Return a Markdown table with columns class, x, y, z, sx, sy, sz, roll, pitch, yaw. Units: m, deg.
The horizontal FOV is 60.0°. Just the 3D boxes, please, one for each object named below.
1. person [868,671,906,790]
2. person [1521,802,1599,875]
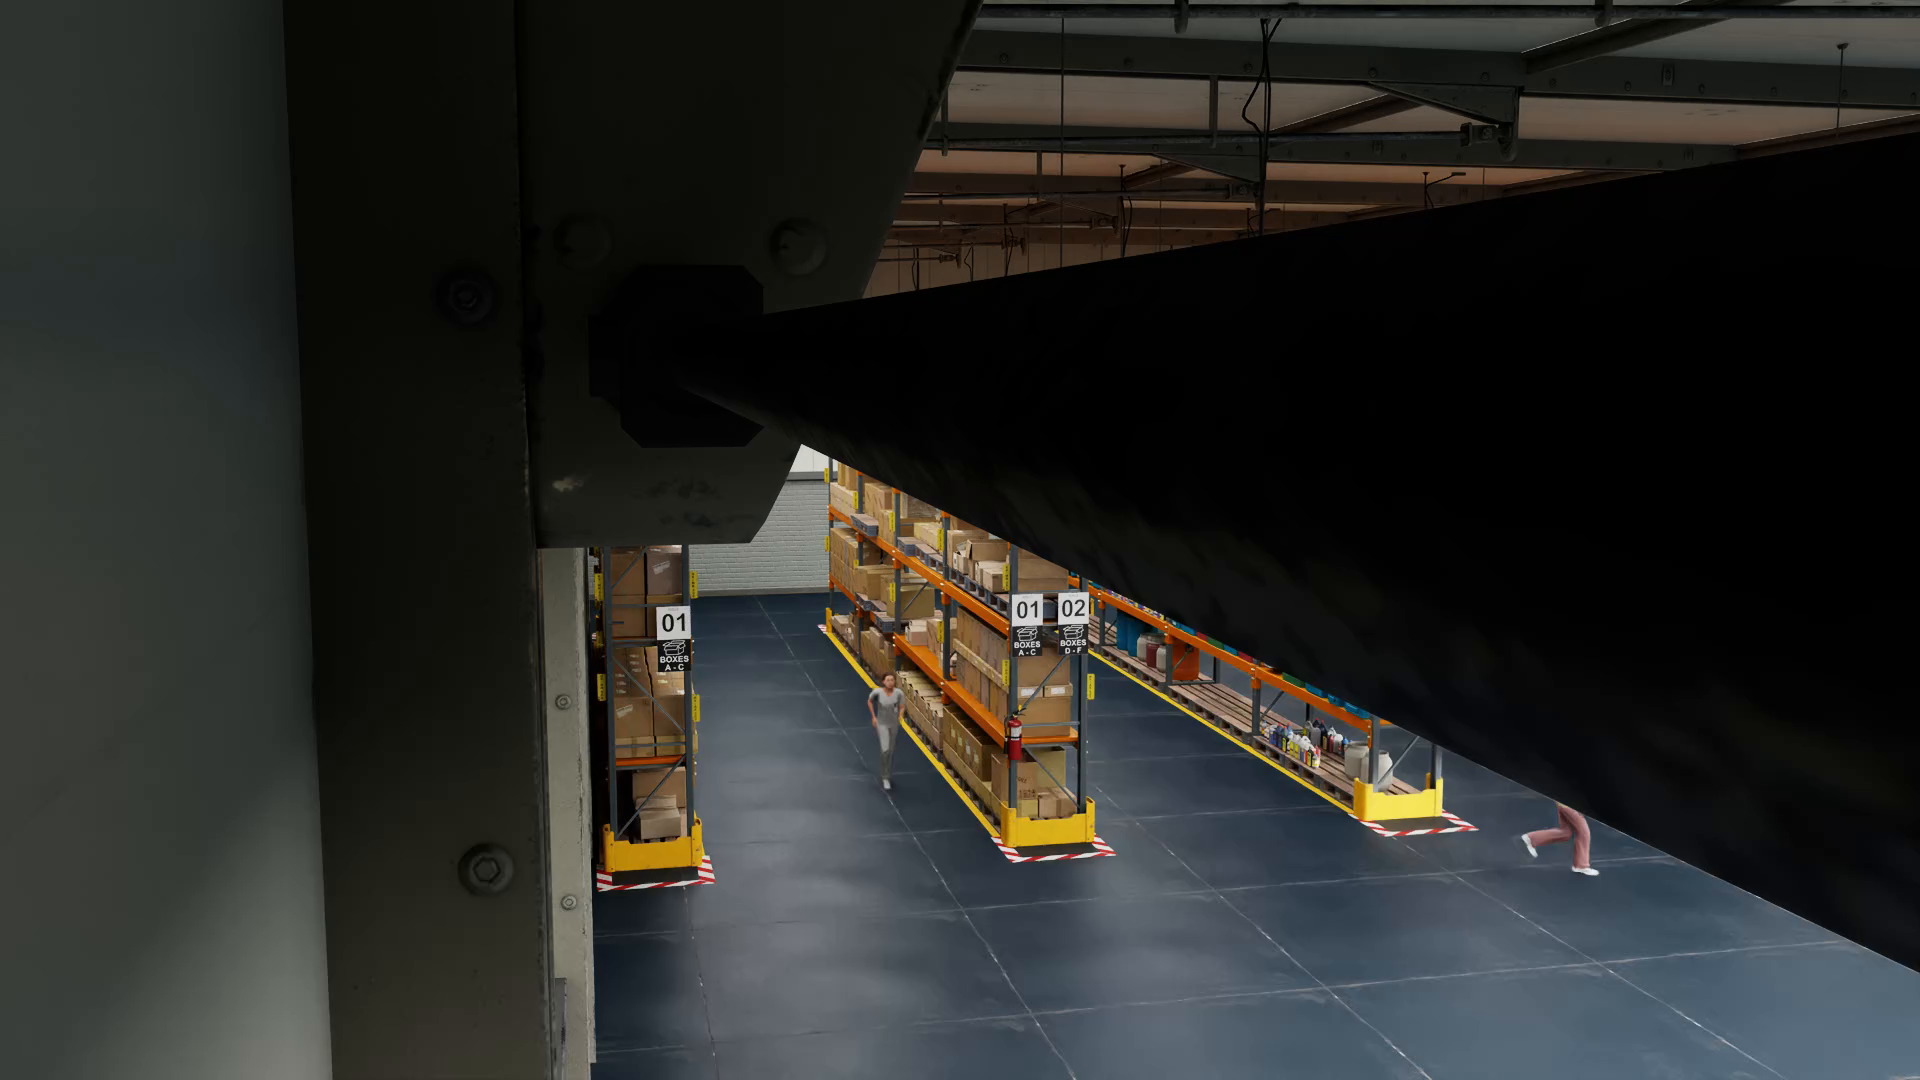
| class | x | y | z | sx | sy | sz | roll | pitch | yaw |
| --- | --- | --- | --- | --- | --- | --- | --- | --- | --- |
| person | -1.042 | 2.704 | 23.828 | 0.499 | 1.710 | 0.841 | -2 | 7 | -19 |
| person | 7.189 | 3.193 | 19.863 | 0.888 | 1.620 | 0.565 | 2 | 7 | 20 |
